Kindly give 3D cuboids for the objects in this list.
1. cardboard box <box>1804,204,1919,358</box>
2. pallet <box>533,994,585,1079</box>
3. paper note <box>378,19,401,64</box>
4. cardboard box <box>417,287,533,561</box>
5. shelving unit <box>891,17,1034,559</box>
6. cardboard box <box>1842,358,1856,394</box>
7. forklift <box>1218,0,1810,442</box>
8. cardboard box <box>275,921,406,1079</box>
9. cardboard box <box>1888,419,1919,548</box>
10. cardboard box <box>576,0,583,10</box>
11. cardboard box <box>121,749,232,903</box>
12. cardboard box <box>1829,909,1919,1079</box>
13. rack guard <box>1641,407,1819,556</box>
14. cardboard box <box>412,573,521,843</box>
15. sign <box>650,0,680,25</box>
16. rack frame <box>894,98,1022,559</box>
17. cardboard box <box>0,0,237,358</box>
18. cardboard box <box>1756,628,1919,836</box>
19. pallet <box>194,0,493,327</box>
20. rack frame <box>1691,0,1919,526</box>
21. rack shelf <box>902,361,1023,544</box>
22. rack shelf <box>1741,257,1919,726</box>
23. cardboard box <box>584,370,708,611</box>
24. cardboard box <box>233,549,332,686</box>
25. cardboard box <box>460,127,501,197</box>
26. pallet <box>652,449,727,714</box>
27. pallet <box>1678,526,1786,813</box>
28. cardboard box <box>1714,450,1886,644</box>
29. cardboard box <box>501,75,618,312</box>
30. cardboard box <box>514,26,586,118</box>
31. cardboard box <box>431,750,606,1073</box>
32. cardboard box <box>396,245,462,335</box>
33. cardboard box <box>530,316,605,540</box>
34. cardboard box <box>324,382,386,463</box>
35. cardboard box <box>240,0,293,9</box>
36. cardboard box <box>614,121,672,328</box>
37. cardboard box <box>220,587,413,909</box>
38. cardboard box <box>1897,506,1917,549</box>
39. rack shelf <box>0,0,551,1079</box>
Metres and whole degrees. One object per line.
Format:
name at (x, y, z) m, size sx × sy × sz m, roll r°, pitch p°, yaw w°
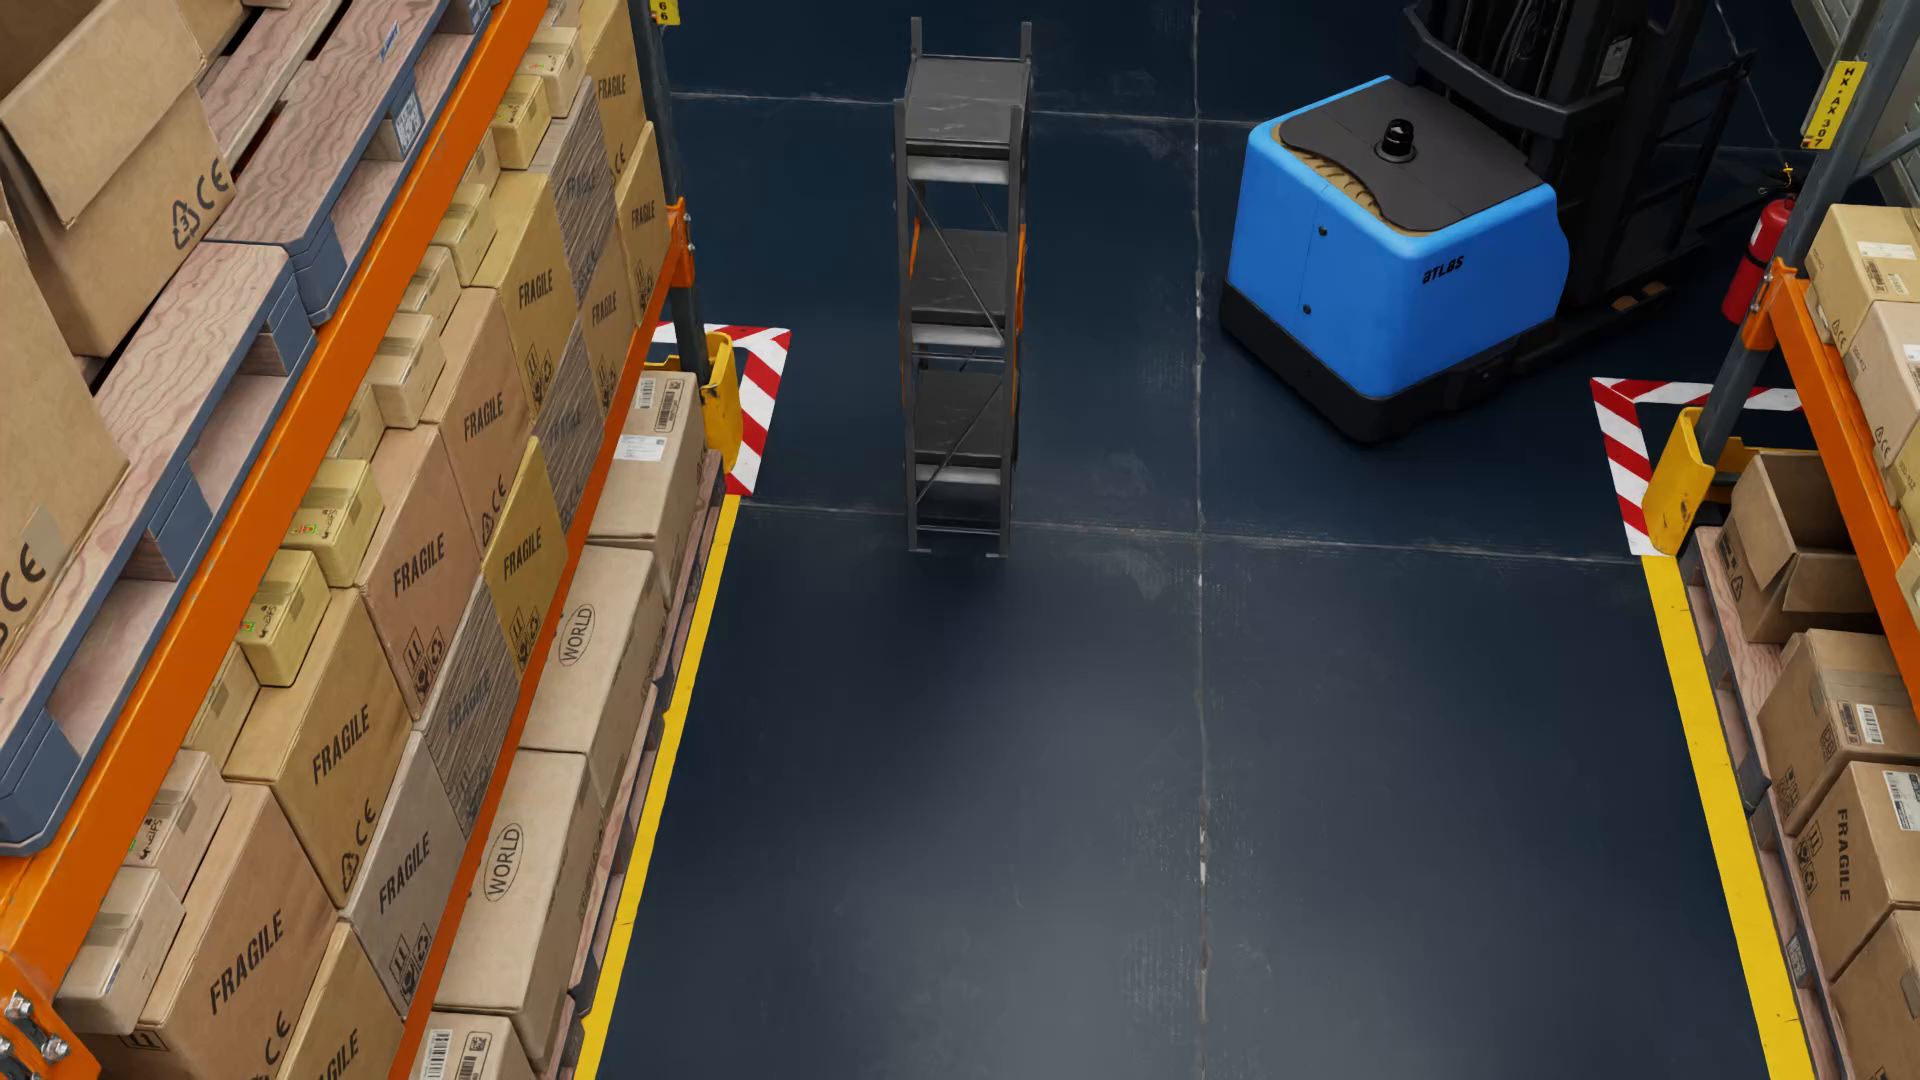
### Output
cardboard box at (3.102, -0.831, 5.403) m, size 0.500 × 0.250 × 0.500 m, roll 4°, pitch 48°, yaw 4°
pallet at (-1.749, 1.900, 4.895) m, size 1.003 × 0.211 × 1.213 m, roll 4°, pitch 48°, yaw 4°
paper note at (-1.144, -1.000, 3.338) m, size 0.006 × 0.032 × 0.123 m, roll 4°, pitch 48°, yaw 4°
cardboard box at (-1.453, -0.310, 4.281) m, size 0.500 × 0.500 × 0.500 m, roll 4°, pitch 48°, yaw 3°
shelving unit at (0.015, -0.830, 6.112) m, size 0.431 × 2.100 × 0.503 m, roll 4°, pitch 48°, yaw 4°
cardboard box at (3.131, -0.598, 5.461) m, size 0.380 × 0.149 × 0.250 m, roll 5°, pitch 48°, yaw 4°
forklift at (2.700, -2.252, 6.850) m, size 3.031 × 2.935 × 1.130 m, roll -25°, pitch 52°, yaw -21°
cardboard box at (-1.593, 1.151, 3.623) m, size 0.500 × 0.500 × 0.500 m, roll 5°, pitch 48°, yaw 5°
cardboard box at (3.013, -0.088, 4.723) m, size 0.500 × 0.250 × 0.500 m, roll 3°, pitch 48°, yaw 3°
cardboard box at (-1.365, -1.740, 5.150) m, size 0.380 × 0.149 × 0.250 m, roll 4°, pitch 48°, yaw 4°
cardboard box at (-1.602, 0.518, 3.084) m, size 0.380 × 0.149 × 0.250 m, roll 5°, pitch 48°, yaw 4°
cardboard box at (3.050, 1.437, 4.838) m, size 0.700 × 0.500 × 0.500 m, roll 2°, pitch 48°, yaw 2°
rack guard at (3.404, -0.197, 6.617) m, size 1.175 × 0.500 × 0.348 m, roll 4°, pitch 48°, yaw 4°
cardboard box at (-1.491, 0.417, 4.294) m, size 0.500 × 0.500 × 0.500 m, roll 4°, pitch 48°, yaw 4°
sign at (-0.993, -1.851, 5.491) m, size 0.100 × 0.325 × 0.005 m, roll 4°, pitch 48°, yaw 4°
rack frame at (-0.007, -0.651, 5.948) m, size 0.400 × 2.100 × 0.015 m, roll 4°, pitch 48°, yaw 4°
cardboard box at (-1.806, -0.704, 2.932) m, size 0.797 × 0.503 × 0.637 m, roll 7°, pitch 48°, yaw 7°
cardboard box at (3.145, 0.674, 5.536) m, size 0.700 × 0.500 × 0.500 m, roll 6°, pitch 48°, yaw 5°
pallet at (-1.698, -0.965, 3.653) m, size 1.003 × 0.211 × 1.213 m, roll 4°, pitch 48°, yaw 4°
rack frame at (3.411, -1.096, 5.746) m, size 1.000 × 3.000 × 0.127 m, roll 4°, pitch 48°, yaw 4°
rack shelf at (0.015, -0.349, 6.639) m, size 0.431 × 0.518 × 0.480 m, roll 4°, pitch 48°, yaw 4°
rack shelf at (3.229, 0.616, 4.667) m, size 1.077 × 0.370 × 4.000 m, roll 4°, pitch 48°, yaw 4°
cardboard box at (-1.492, -0.213, 6.389) m, size 0.875 × 0.438 × 0.875 m, roll 2°, pitch 48°, yaw 2°
cardboard box at (-1.537, 0.149, 3.422) m, size 0.380 × 0.149 × 0.250 m, roll 4°, pitch 48°, yaw 3°
cardboard box at (-1.462, -0.987, 4.461) m, size 0.380 × 0.149 × 0.250 m, roll 3°, pitch 48°, yaw 3°
pallet at (-1.527, 0.107, 6.535) m, size 1.003 × 0.211 × 1.213 m, roll 4°, pitch 48°, yaw 4°
pallet at (3.333, 0.487, 6.188) m, size 1.003 × 0.211 × 1.213 m, roll 4°, pitch 48°, yaw 4°
cardboard box at (3.261, 0.048, 6.107) m, size 0.797 × 0.503 × 0.637 m, roll 2°, pitch 48°, yaw 2°
cardboard box at (-1.357, -1.042, 4.951) m, size 0.500 × 0.500 × 0.500 m, roll 4°, pitch 48°, yaw 4°
cardboard box at (-1.304, -1.357, 4.799) m, size 0.380 × 0.149 × 0.250 m, roll 3°, pitch 48°, yaw 3°
cardboard box at (-1.651, 1.123, 5.168) m, size 0.875 × 0.438 × 0.875 m, roll 3°, pitch 48°, yaw 2°
cardboard box at (-1.469, -0.607, 4.114) m, size 0.380 × 0.149 × 0.250 m, roll 5°, pitch 48°, yaw 5°
cardboard box at (-1.410, -0.342, 4.989) m, size 0.500 × 0.500 × 0.500 m, roll 5°, pitch 48°, yaw 5°
cardboard box at (-1.543, -0.235, 3.773) m, size 0.380 × 0.149 × 0.250 m, roll 4°, pitch 48°, yaw 3°
cardboard box at (-1.718, -1.488, 3.780) m, size 0.500 × 0.311 × 0.500 m, roll 5°, pitch 48°, yaw 4°
cardboard box at (-1.312, -1.089, 5.671) m, size 0.500 × 0.500 × 0.500 m, roll 4°, pitch 48°, yaw 4°
cardboard box at (-1.560, 0.436, 3.599) m, size 0.500 × 0.500 × 0.500 m, roll 3°, pitch 48°, yaw 3°
cardboard box at (3.039, -0.026, 4.937) m, size 0.380 × 0.149 × 0.250 m, roll 5°, pitch 48°, yaw 4°
rack shelf at (-1.714, -0.775, 3.810) m, size 0.831 × 0.071 × 3.687 m, roll 4°, pitch 48°, yaw 4°
